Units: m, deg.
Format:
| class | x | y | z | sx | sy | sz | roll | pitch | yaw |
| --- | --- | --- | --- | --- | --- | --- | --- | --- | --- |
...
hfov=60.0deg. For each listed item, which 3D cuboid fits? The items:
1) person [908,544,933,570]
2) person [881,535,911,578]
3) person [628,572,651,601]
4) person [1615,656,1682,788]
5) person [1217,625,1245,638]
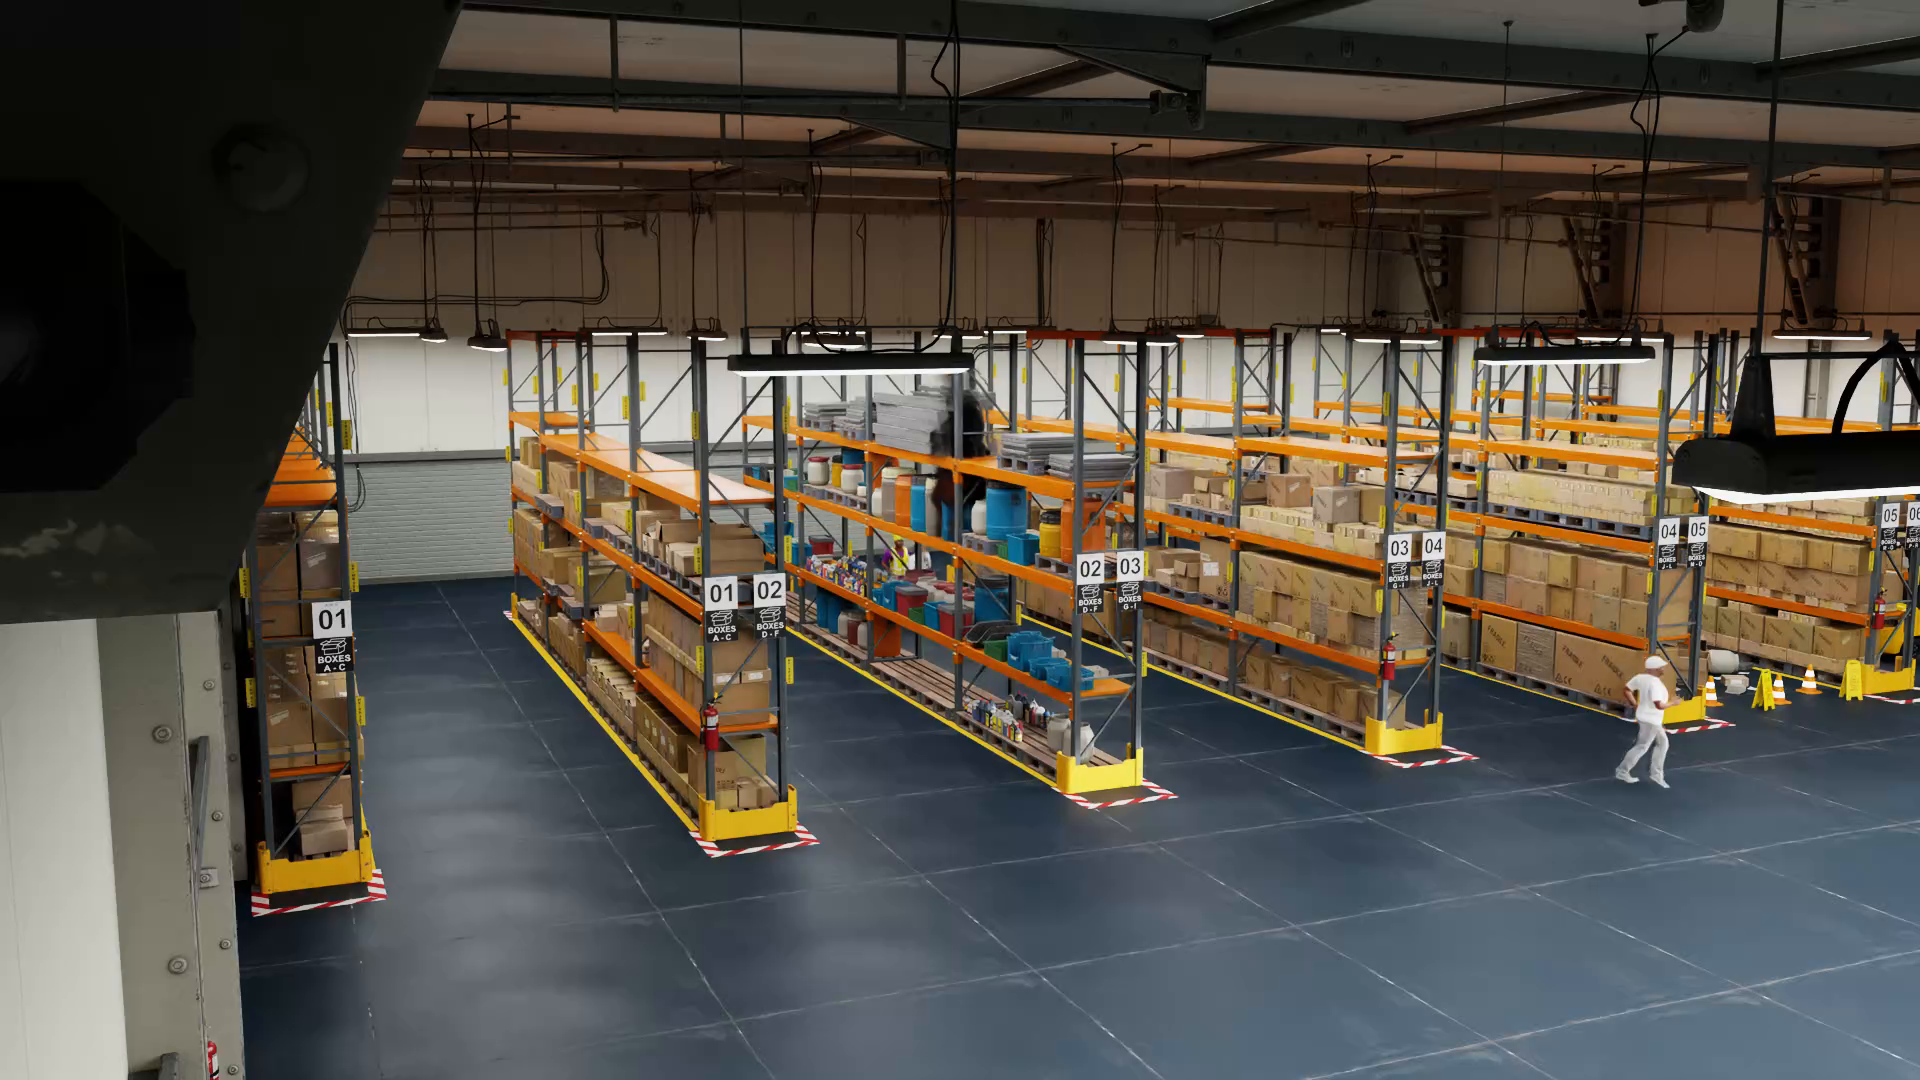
| class | x | y | z | sx | sy | sz | roll | pitch | yaw |
| --- | --- | --- | --- | --- | --- | --- | --- | --- | --- |
| person | -0.805 | 0.917 | 33.308 | 0.674 | 1.841 | 0.951 | -5 | 9 | -34 |
| person | -1.302 | 0.746 | 34.876 | 0.701 | 1.732 | 0.675 | -4 | 9 | -29 |
| person | -6.561 | 0.903 | 34.218 | 0.536 | 1.557 | 0.572 | -4 | 9 | -28 |
| person | 9.199 | 2.458 | 22.213 | 0.774 | 1.835 | 0.661 | 1 | 8 | 10 |
| person | 5.258 | 1.249 | 31.886 | 0.656 | 1.620 | 0.955 | -4 | 9 | -24 |
